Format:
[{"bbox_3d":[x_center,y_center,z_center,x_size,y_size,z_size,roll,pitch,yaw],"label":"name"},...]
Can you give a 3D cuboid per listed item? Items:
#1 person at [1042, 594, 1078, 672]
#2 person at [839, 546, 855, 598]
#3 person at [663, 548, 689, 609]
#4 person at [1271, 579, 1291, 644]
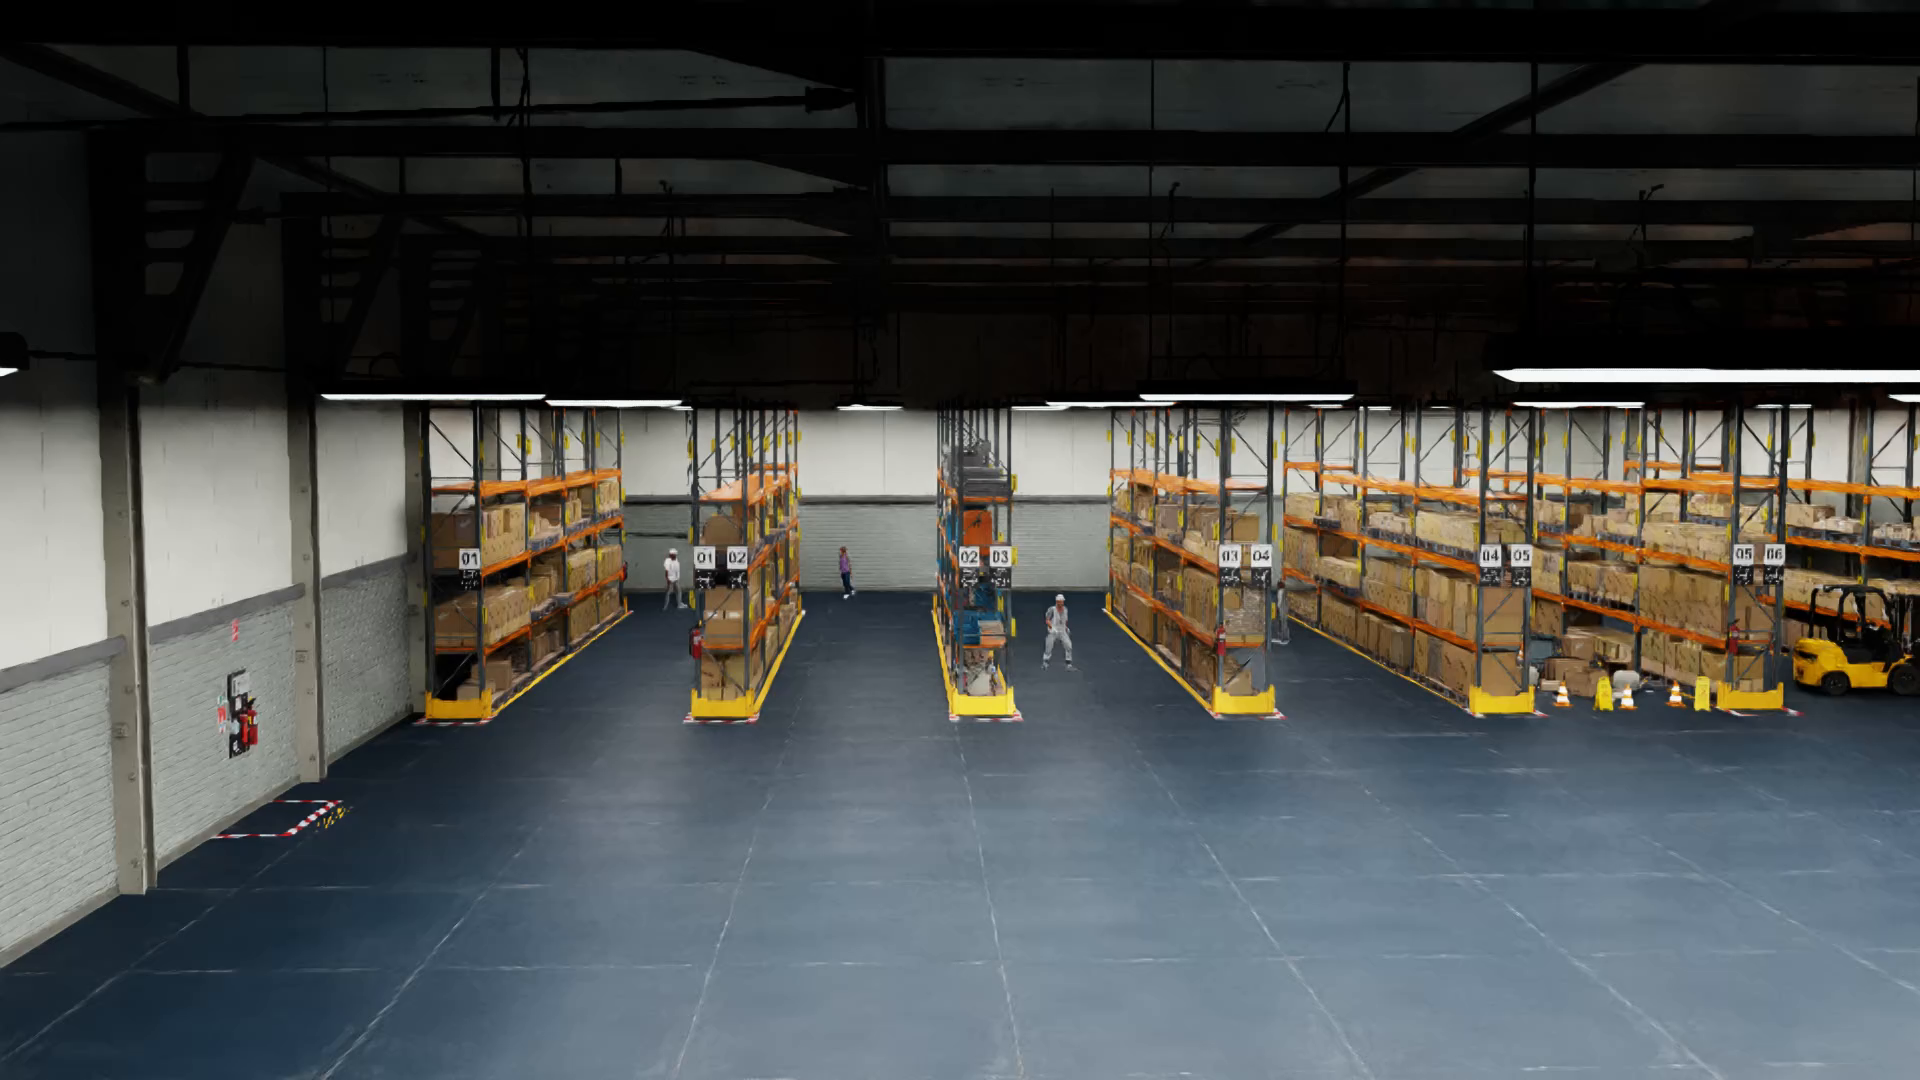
[{"bbox_3d":[2.150,2.028,36.606,0.676,1.719,0.842,-1,5,-18],"label":"person"},{"bbox_3d":[-3.479,0.981,51.149,0.475,1.590,0.462,3,6,38],"label":"person"},{"bbox_3d":[-8.270,1.118,48.083,0.532,1.758,0.718,3,5,31],"label":"person"},{"bbox_3d":[7.909,1.750,40.983,0.532,1.588,0.535,2,5,23],"label":"person"}]
